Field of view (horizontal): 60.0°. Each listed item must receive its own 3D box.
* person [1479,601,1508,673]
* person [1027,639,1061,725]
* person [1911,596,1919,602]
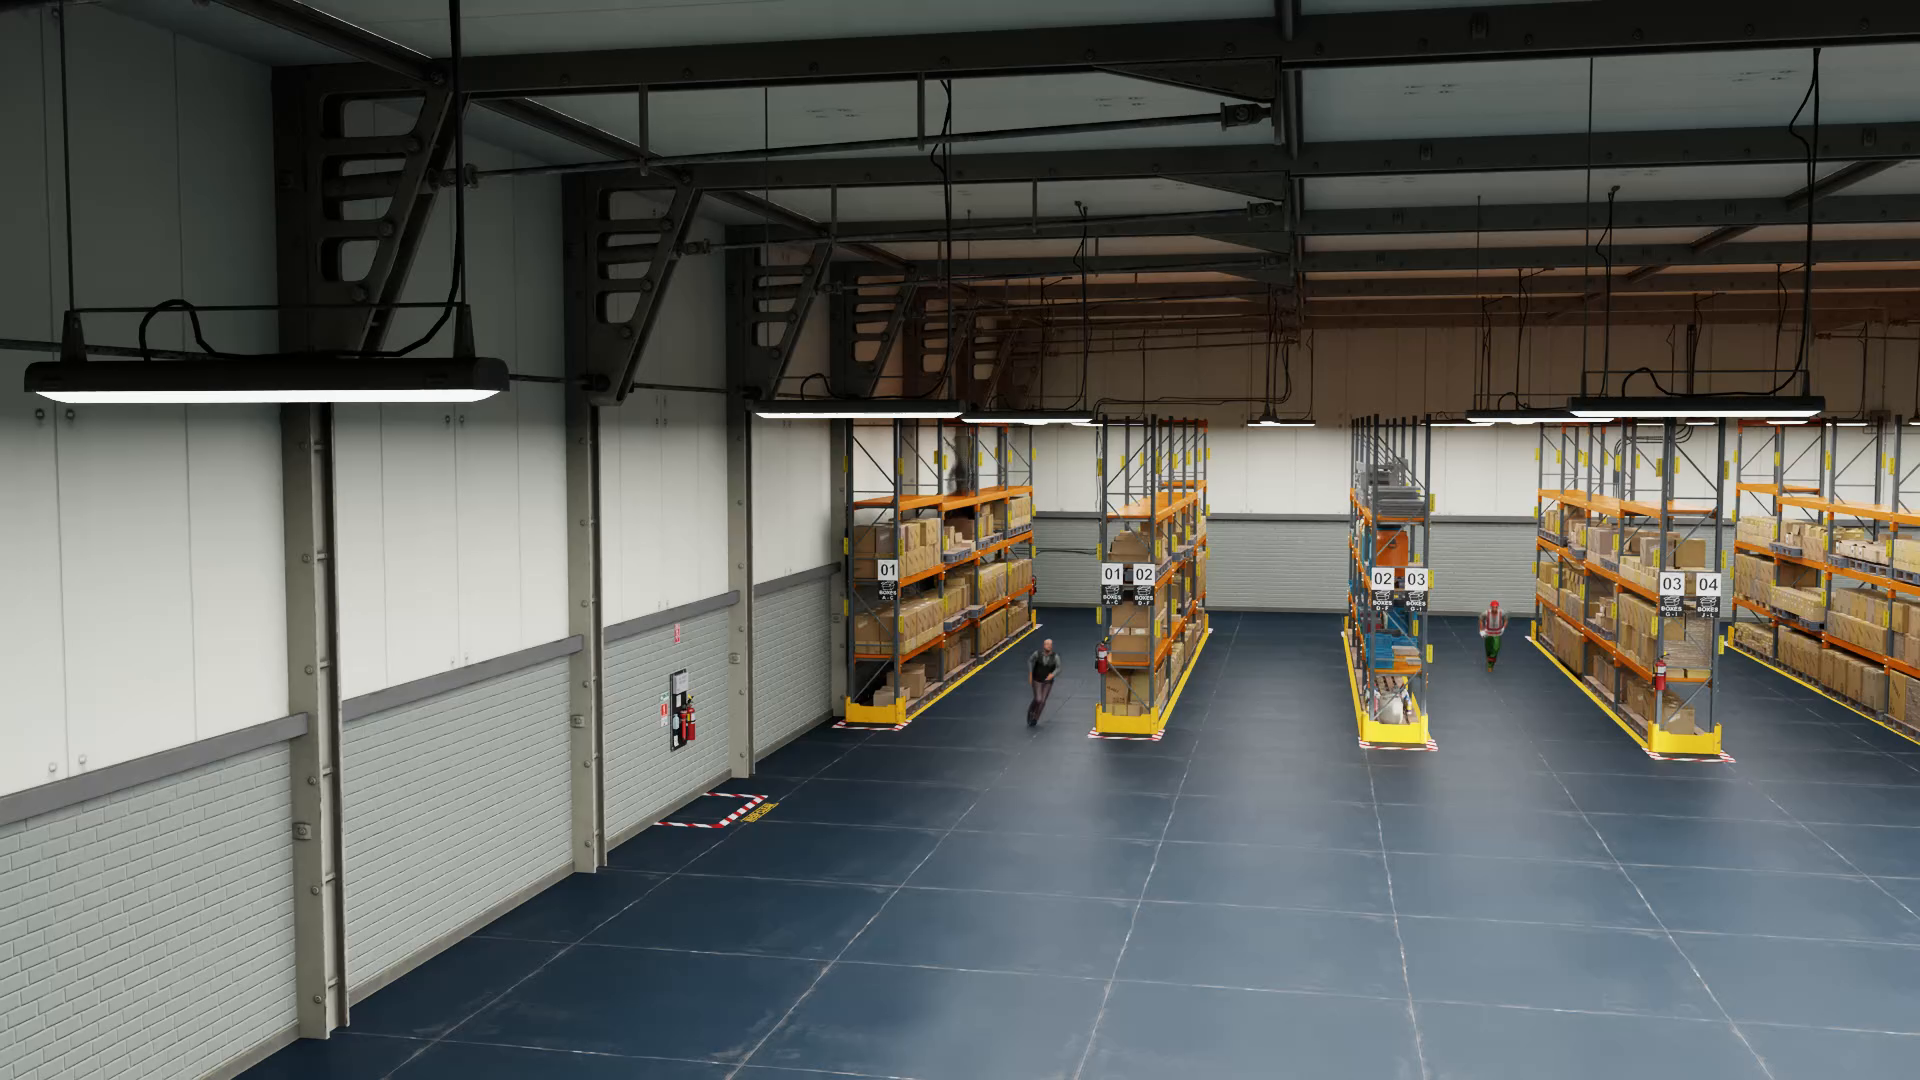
[{"bbox_3d":[12.628,2.265,39.405,0.660,1.723,0.923,1,4,8],"label":"person"},{"bbox_3d":[1.626,2.752,32.084,0.646,1.676,0.564,0,4,-7],"label":"person"},{"bbox_3d":[25.616,1.937,44.233,0.930,1.696,0.576,1,4,15],"label":"person"}]
